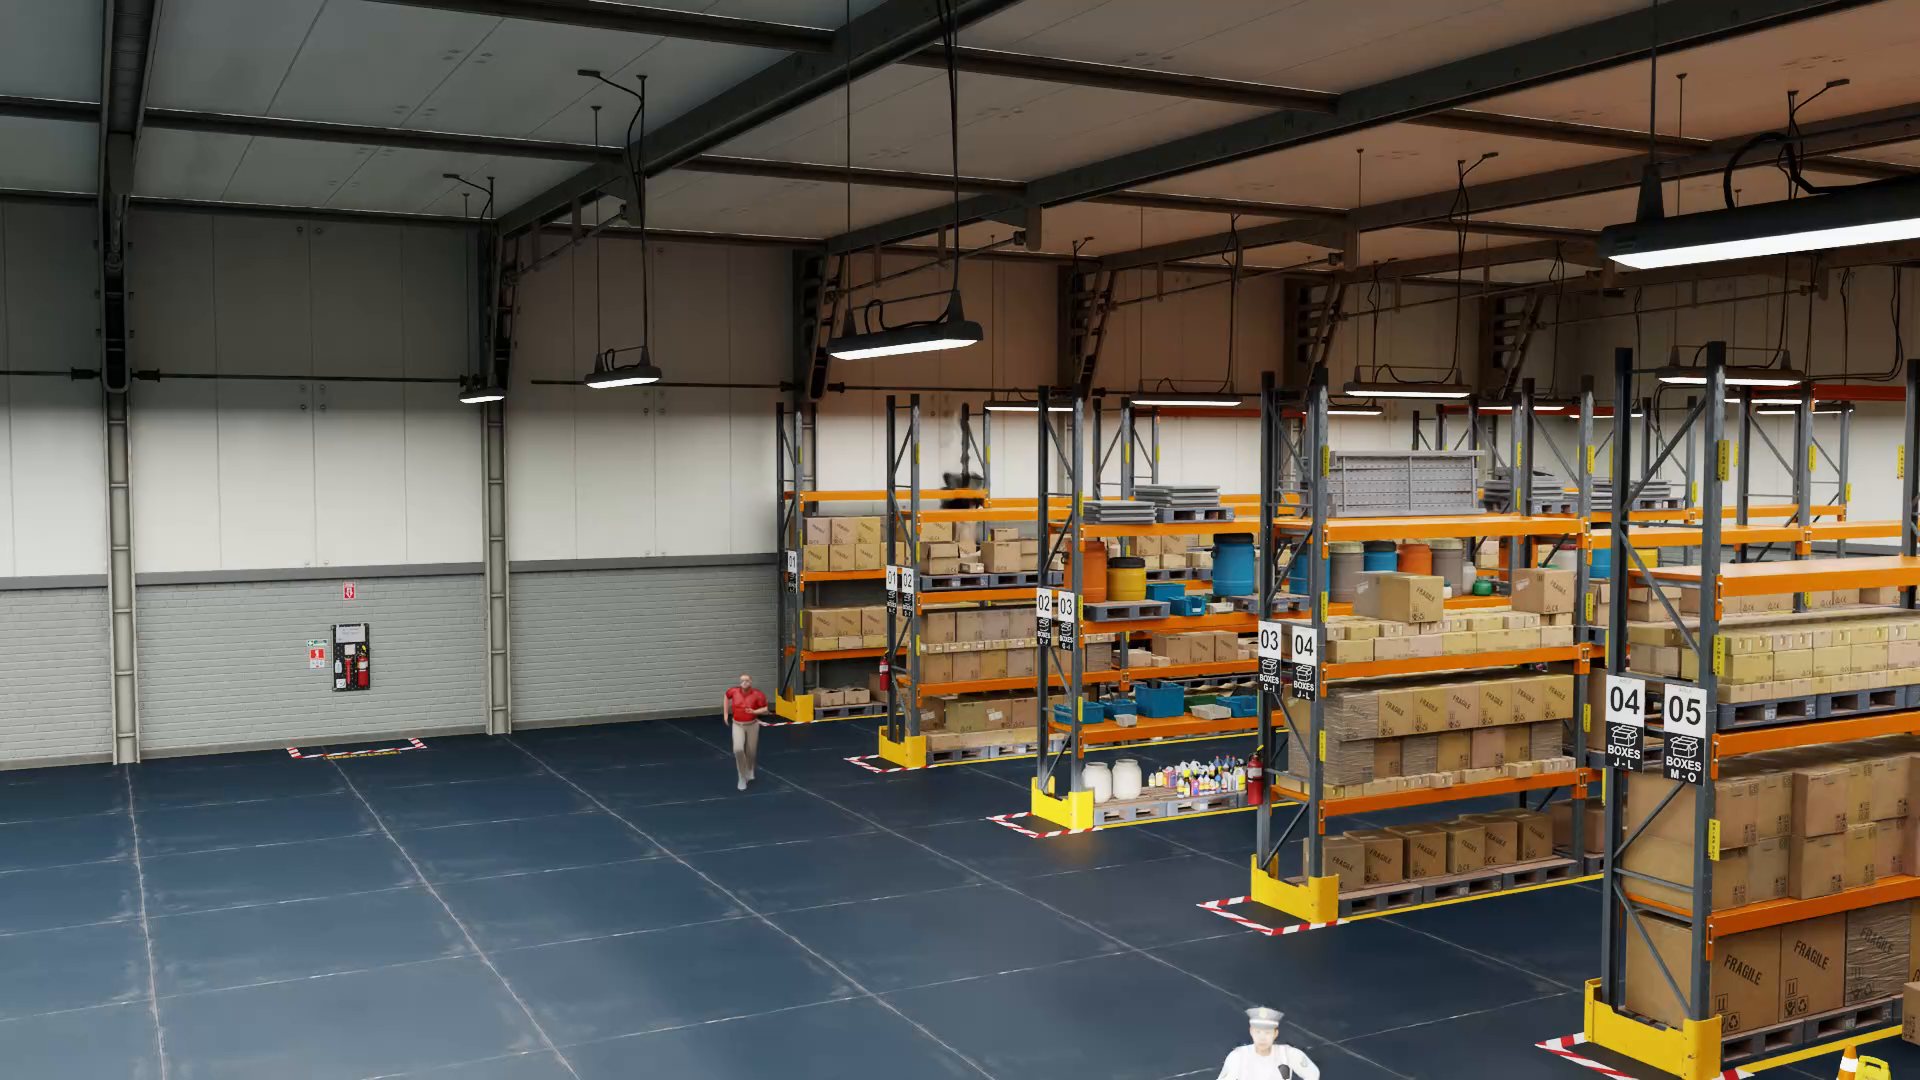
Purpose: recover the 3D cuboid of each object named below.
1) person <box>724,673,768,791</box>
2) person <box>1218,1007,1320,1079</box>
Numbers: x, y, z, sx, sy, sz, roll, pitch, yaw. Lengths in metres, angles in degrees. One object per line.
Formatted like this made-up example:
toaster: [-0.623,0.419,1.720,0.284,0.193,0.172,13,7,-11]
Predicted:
person: [-3.249,2.893,25.242,0.686,1.780,0.862,0,3,-1]
person: [1.920,3.750,10.439,0.647,1.733,0.894,1,3,14]
